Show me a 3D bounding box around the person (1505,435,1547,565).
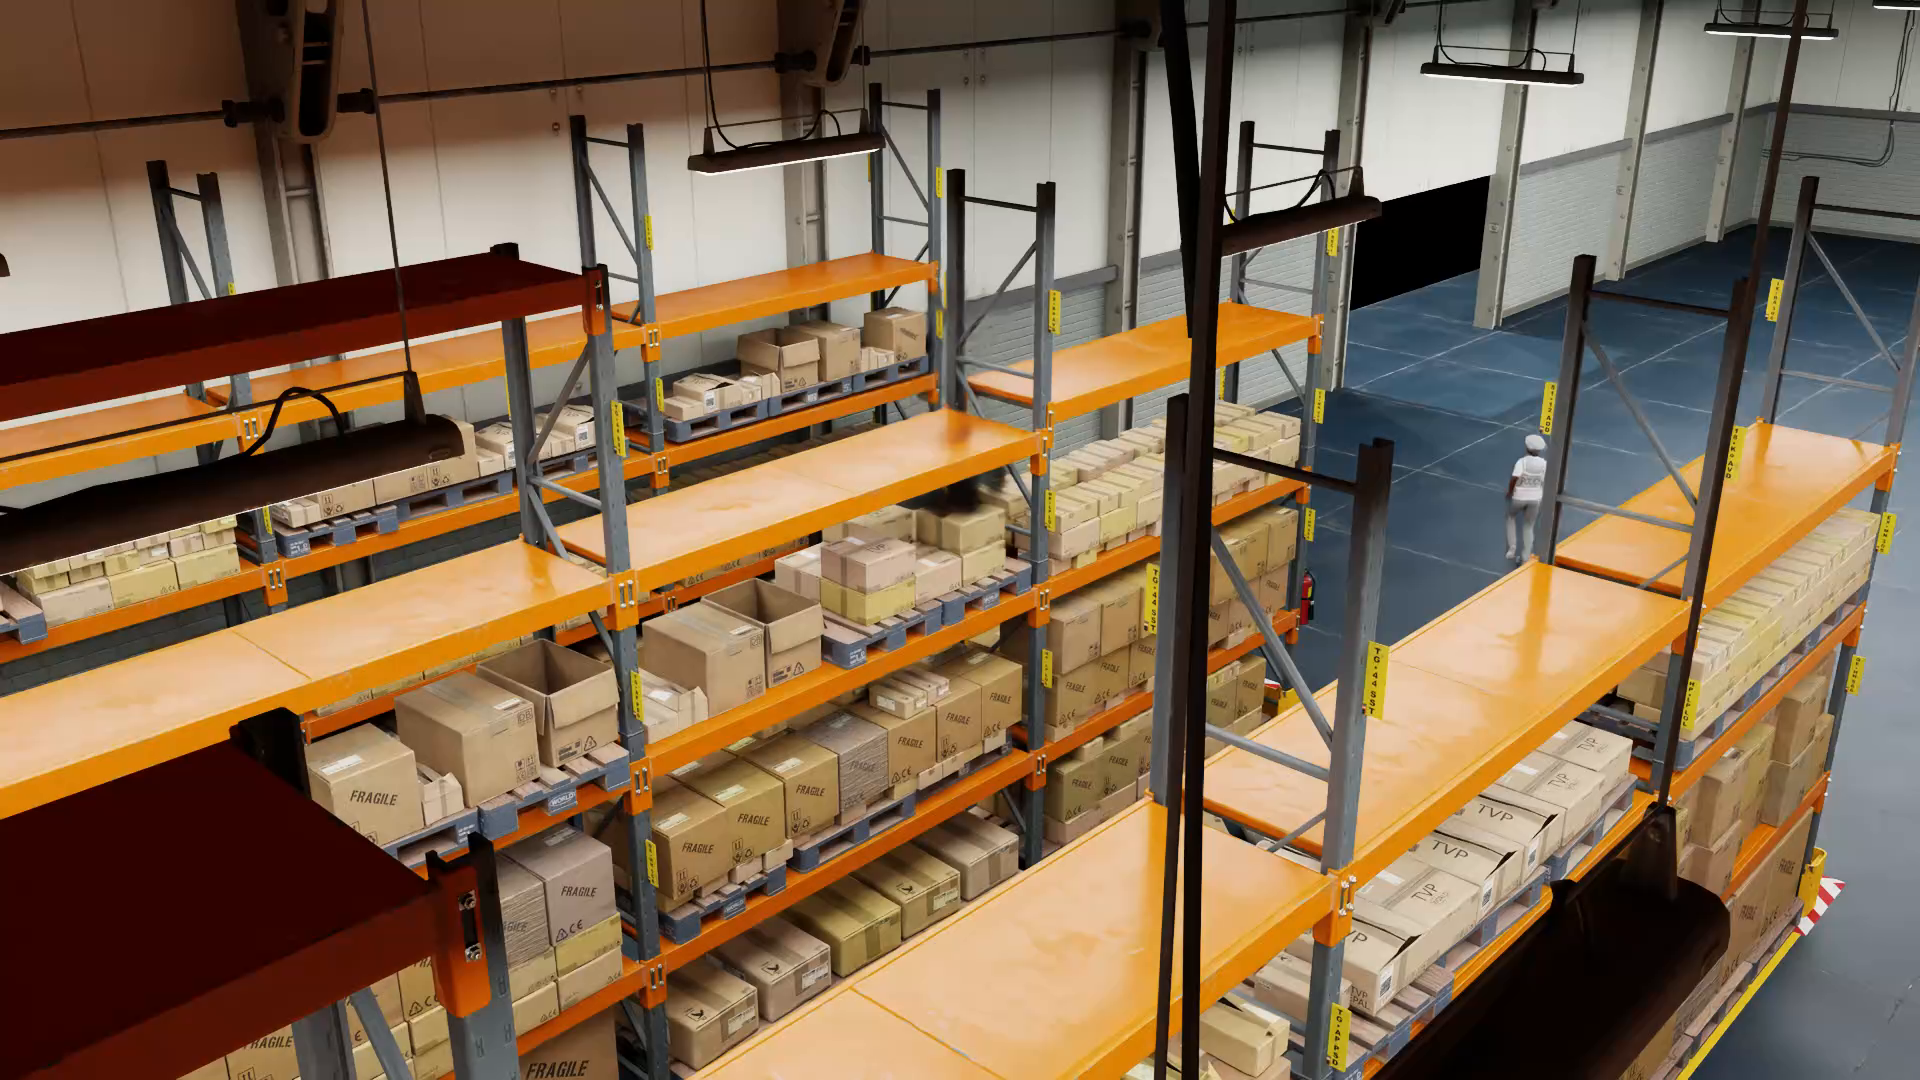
[{"bbox_3d":[7.134,-0.525,21.045,0.544,1.675,0.651,1,21,3],"label":"person"}]
